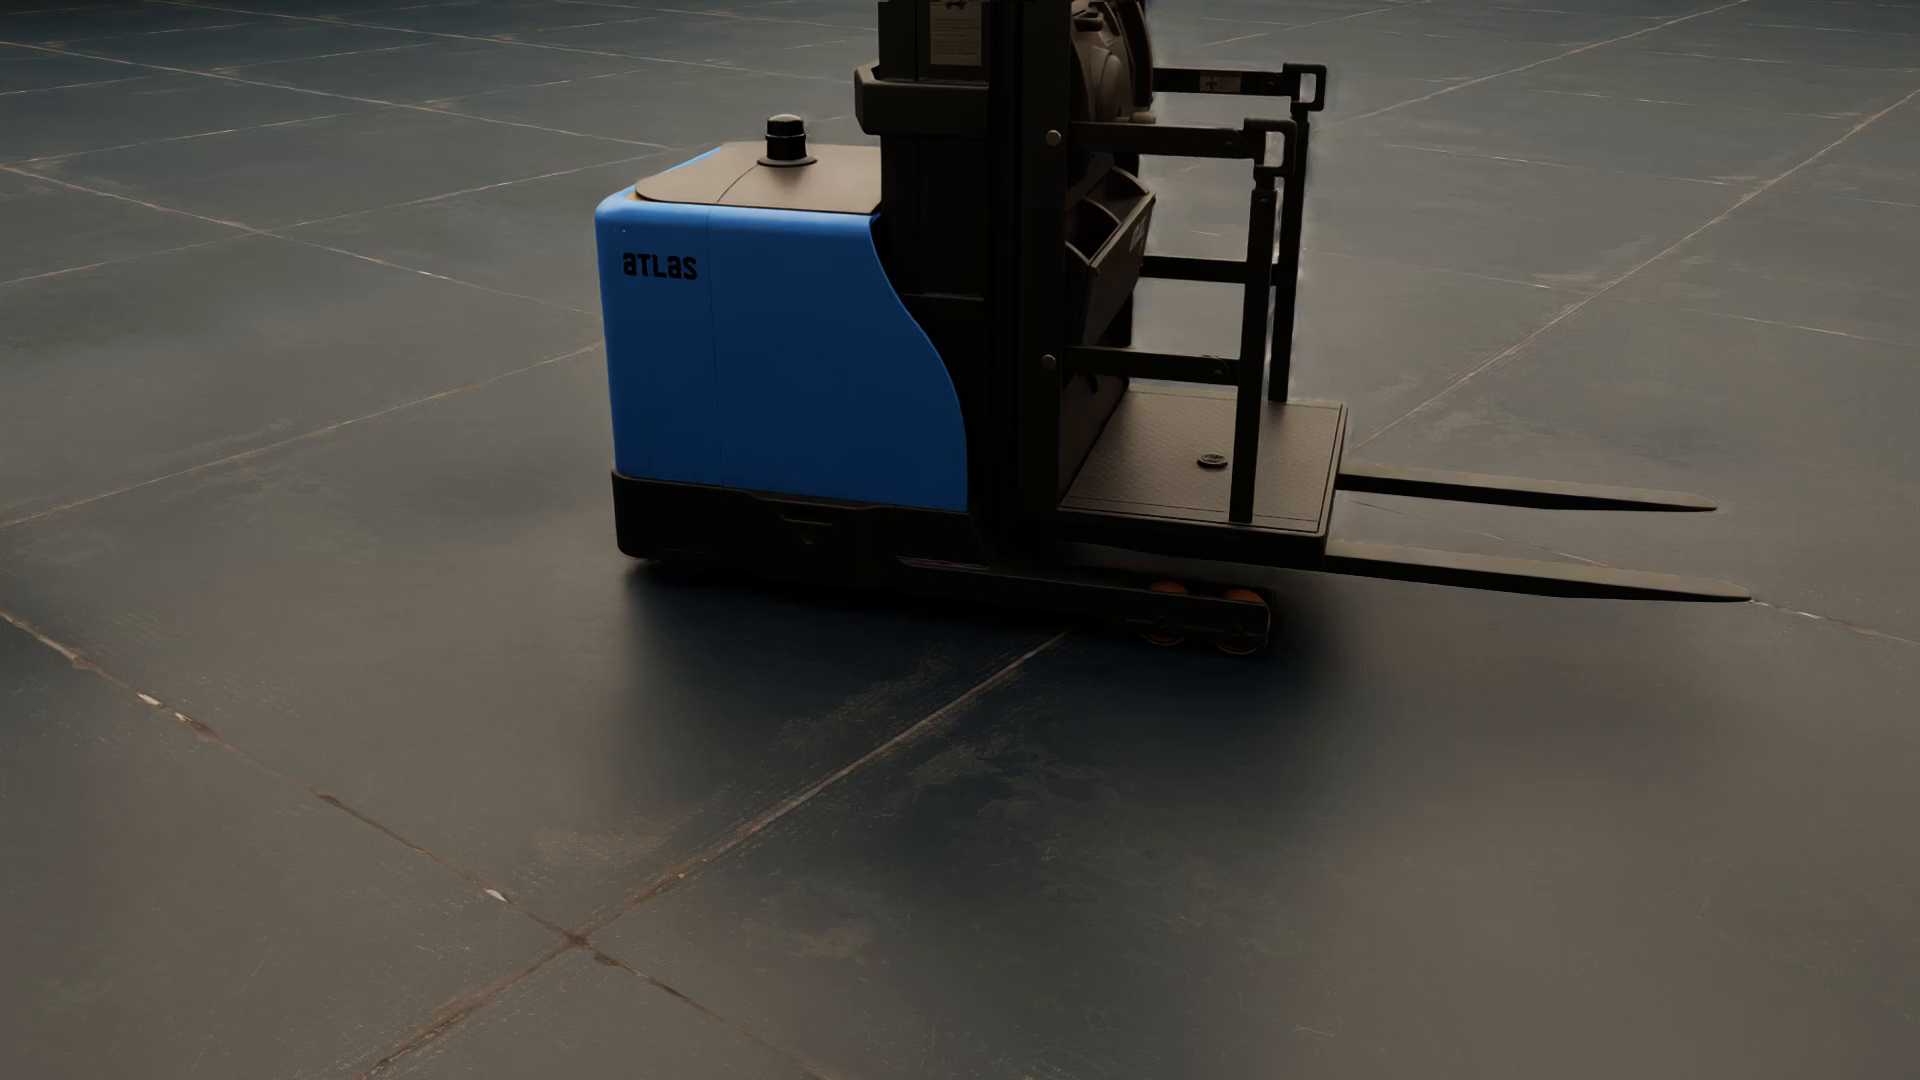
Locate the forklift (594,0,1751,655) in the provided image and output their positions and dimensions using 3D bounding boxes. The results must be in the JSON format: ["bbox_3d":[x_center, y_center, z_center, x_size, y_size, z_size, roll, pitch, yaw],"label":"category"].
[{"bbox_3d":[0.587,-1.281,4.284,3.031,2.935,1.130,6,24,14],"label":"forklift"}]
